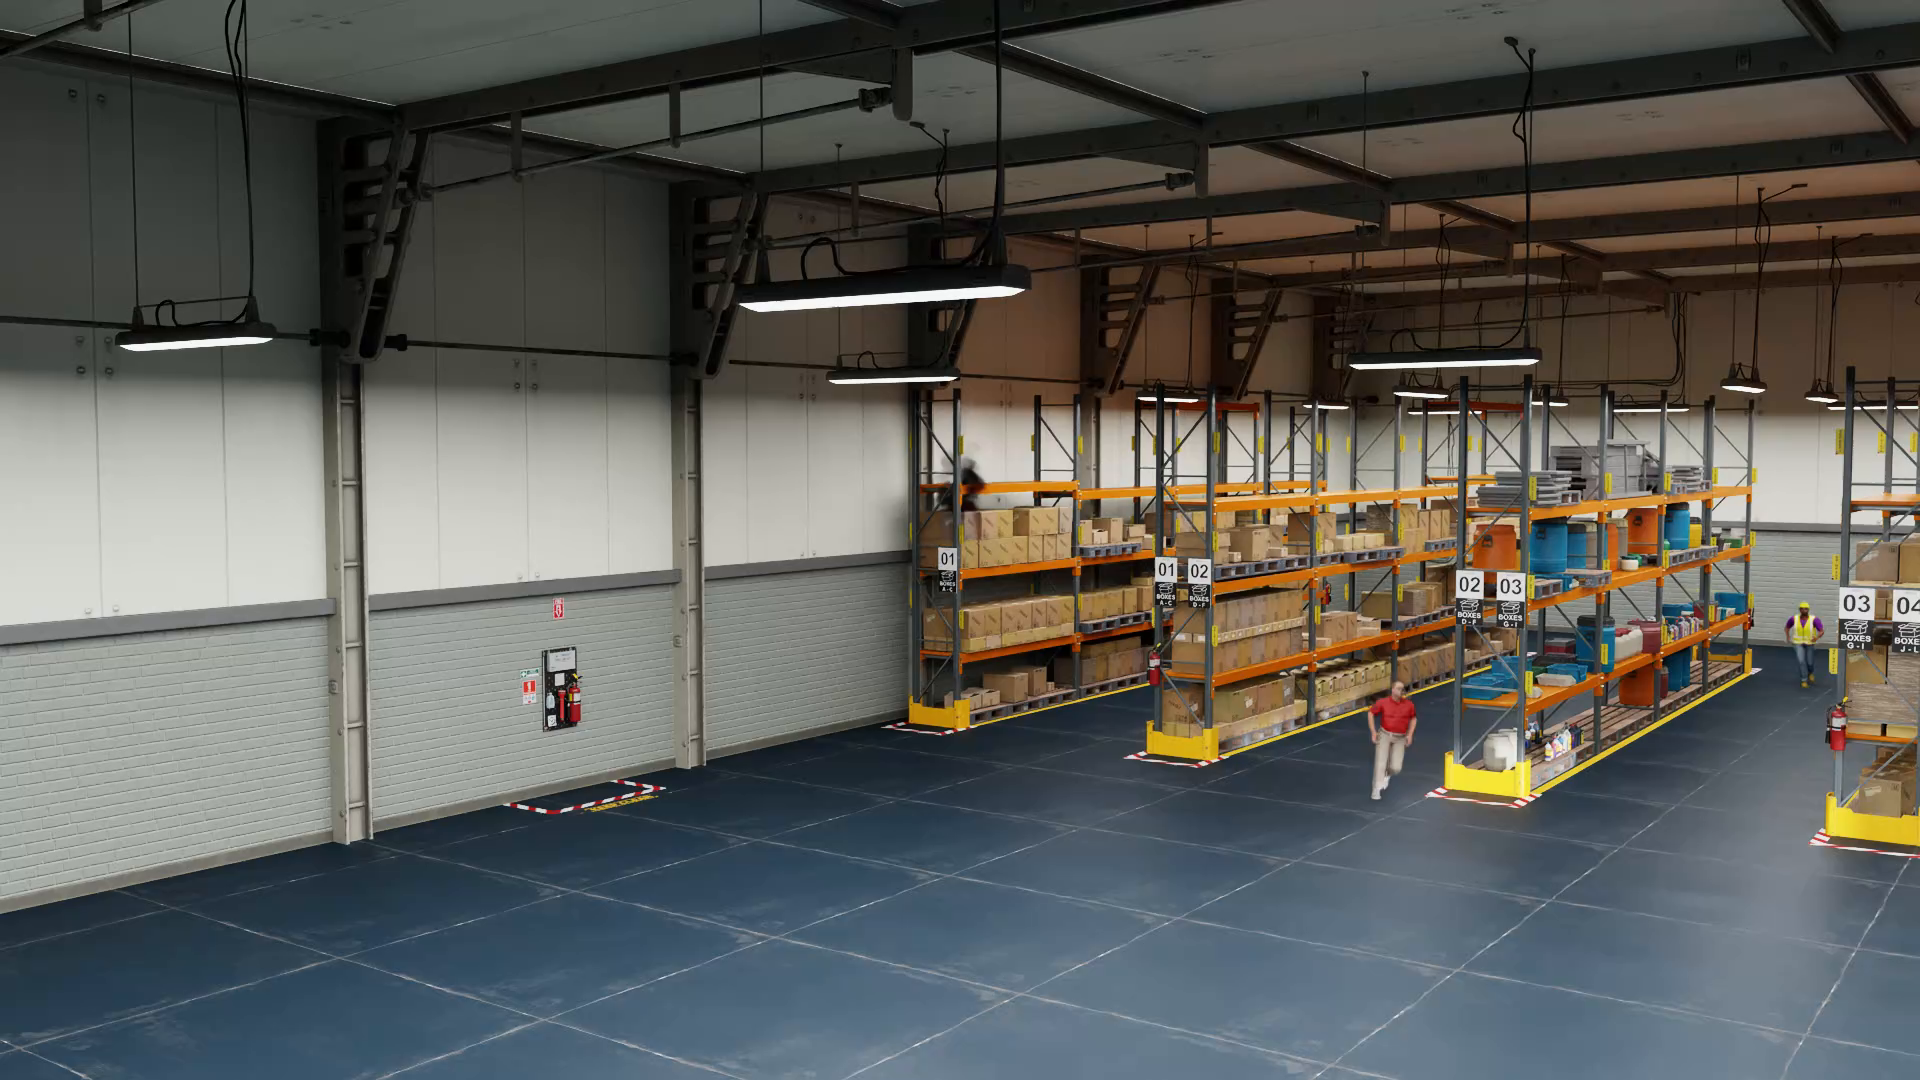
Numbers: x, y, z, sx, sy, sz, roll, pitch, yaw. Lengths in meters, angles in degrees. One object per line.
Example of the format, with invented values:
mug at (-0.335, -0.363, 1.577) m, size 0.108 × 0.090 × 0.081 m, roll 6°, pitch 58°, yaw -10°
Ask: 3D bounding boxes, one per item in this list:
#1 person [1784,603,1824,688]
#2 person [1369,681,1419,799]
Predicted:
person at (17.524, 2.175, 34.556) m, size 0.739 × 1.748 × 0.733 m, roll 2°, pitch 4°, yaw 31°
person at (6.168, 2.834, 23.572) m, size 0.713 × 1.664 × 0.531 m, roll 0°, pitch 3°, yaw 3°
